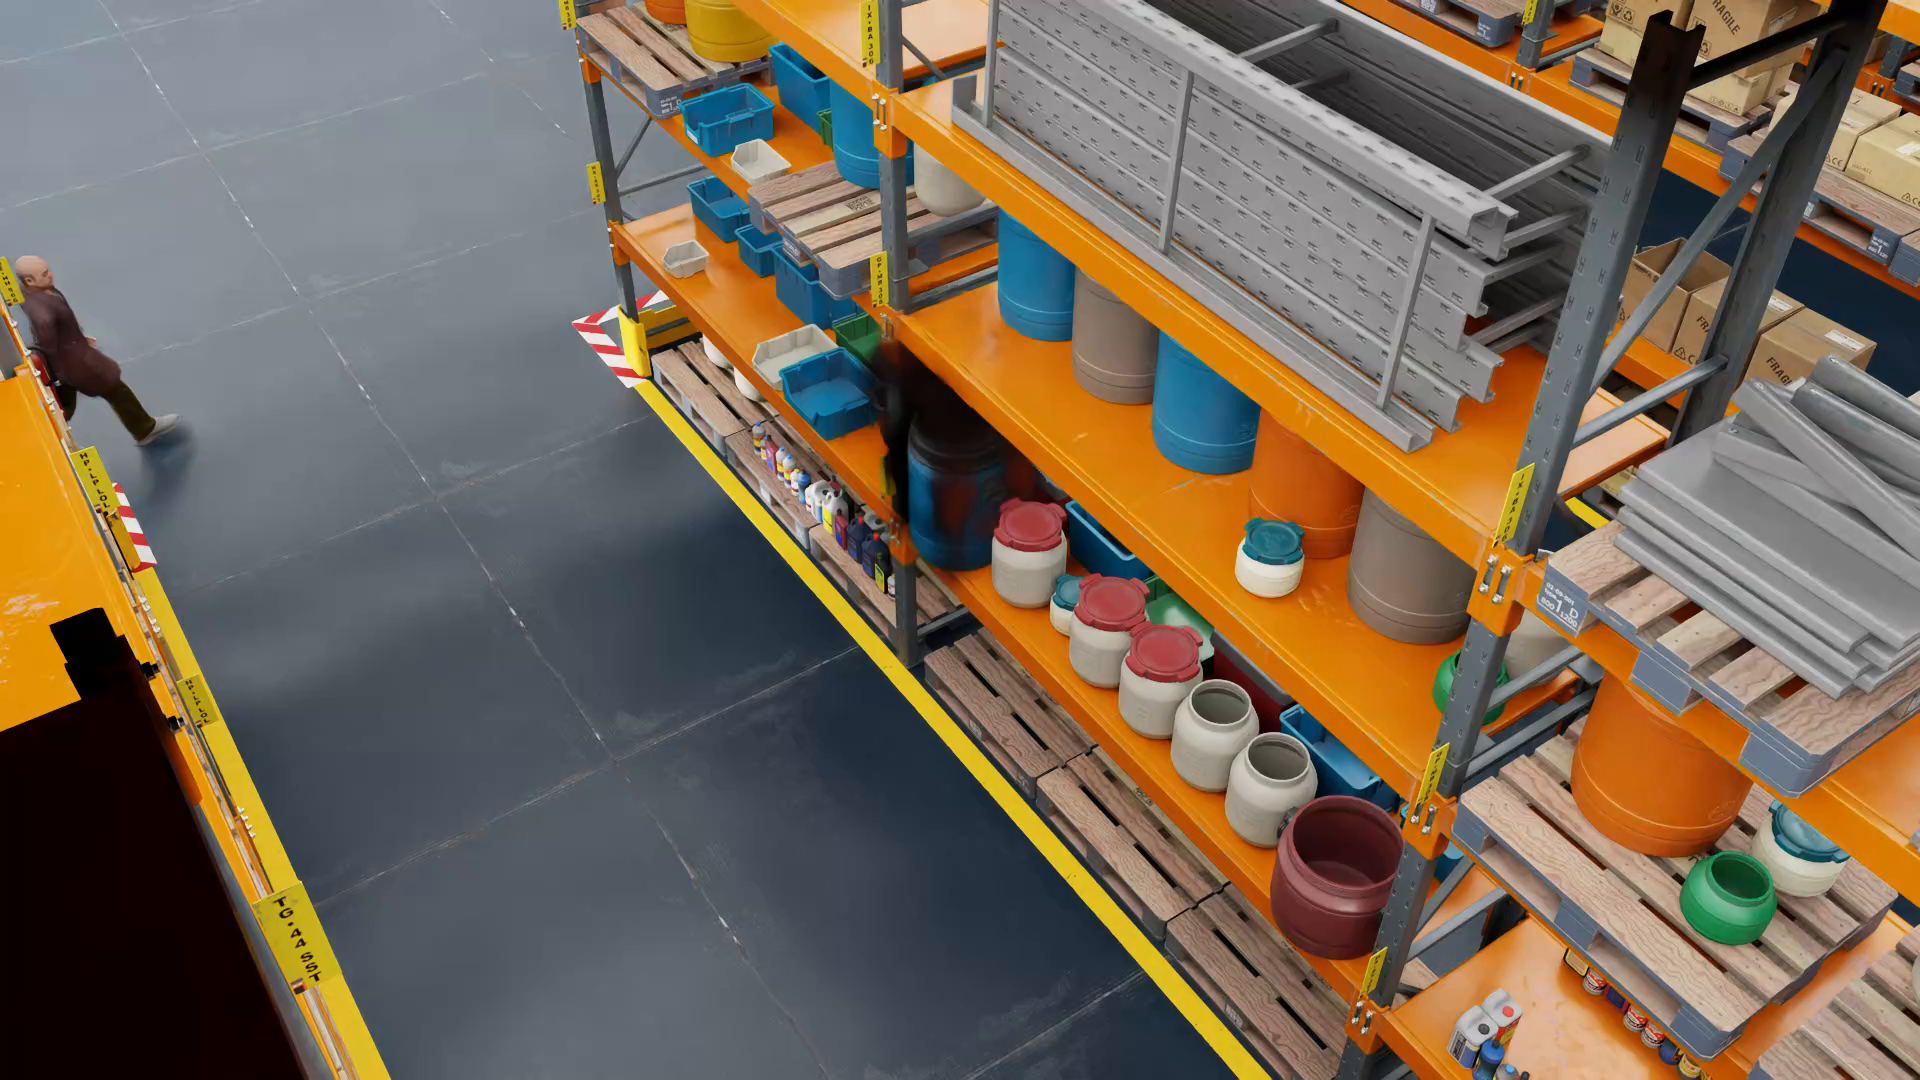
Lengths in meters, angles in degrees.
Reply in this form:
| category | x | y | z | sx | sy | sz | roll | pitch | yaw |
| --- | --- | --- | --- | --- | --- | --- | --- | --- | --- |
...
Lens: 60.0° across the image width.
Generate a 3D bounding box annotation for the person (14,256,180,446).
| category | x | y | z | sx | sy | sz | roll | pitch | yaw |
| --- | --- | --- | --- | --- | --- | --- | --- | --- | --- |
| person | -6.378 | -1.265 | 11.842 | 0.518 | 1.747 | 1.103 | 20 | 46 | 21 |
